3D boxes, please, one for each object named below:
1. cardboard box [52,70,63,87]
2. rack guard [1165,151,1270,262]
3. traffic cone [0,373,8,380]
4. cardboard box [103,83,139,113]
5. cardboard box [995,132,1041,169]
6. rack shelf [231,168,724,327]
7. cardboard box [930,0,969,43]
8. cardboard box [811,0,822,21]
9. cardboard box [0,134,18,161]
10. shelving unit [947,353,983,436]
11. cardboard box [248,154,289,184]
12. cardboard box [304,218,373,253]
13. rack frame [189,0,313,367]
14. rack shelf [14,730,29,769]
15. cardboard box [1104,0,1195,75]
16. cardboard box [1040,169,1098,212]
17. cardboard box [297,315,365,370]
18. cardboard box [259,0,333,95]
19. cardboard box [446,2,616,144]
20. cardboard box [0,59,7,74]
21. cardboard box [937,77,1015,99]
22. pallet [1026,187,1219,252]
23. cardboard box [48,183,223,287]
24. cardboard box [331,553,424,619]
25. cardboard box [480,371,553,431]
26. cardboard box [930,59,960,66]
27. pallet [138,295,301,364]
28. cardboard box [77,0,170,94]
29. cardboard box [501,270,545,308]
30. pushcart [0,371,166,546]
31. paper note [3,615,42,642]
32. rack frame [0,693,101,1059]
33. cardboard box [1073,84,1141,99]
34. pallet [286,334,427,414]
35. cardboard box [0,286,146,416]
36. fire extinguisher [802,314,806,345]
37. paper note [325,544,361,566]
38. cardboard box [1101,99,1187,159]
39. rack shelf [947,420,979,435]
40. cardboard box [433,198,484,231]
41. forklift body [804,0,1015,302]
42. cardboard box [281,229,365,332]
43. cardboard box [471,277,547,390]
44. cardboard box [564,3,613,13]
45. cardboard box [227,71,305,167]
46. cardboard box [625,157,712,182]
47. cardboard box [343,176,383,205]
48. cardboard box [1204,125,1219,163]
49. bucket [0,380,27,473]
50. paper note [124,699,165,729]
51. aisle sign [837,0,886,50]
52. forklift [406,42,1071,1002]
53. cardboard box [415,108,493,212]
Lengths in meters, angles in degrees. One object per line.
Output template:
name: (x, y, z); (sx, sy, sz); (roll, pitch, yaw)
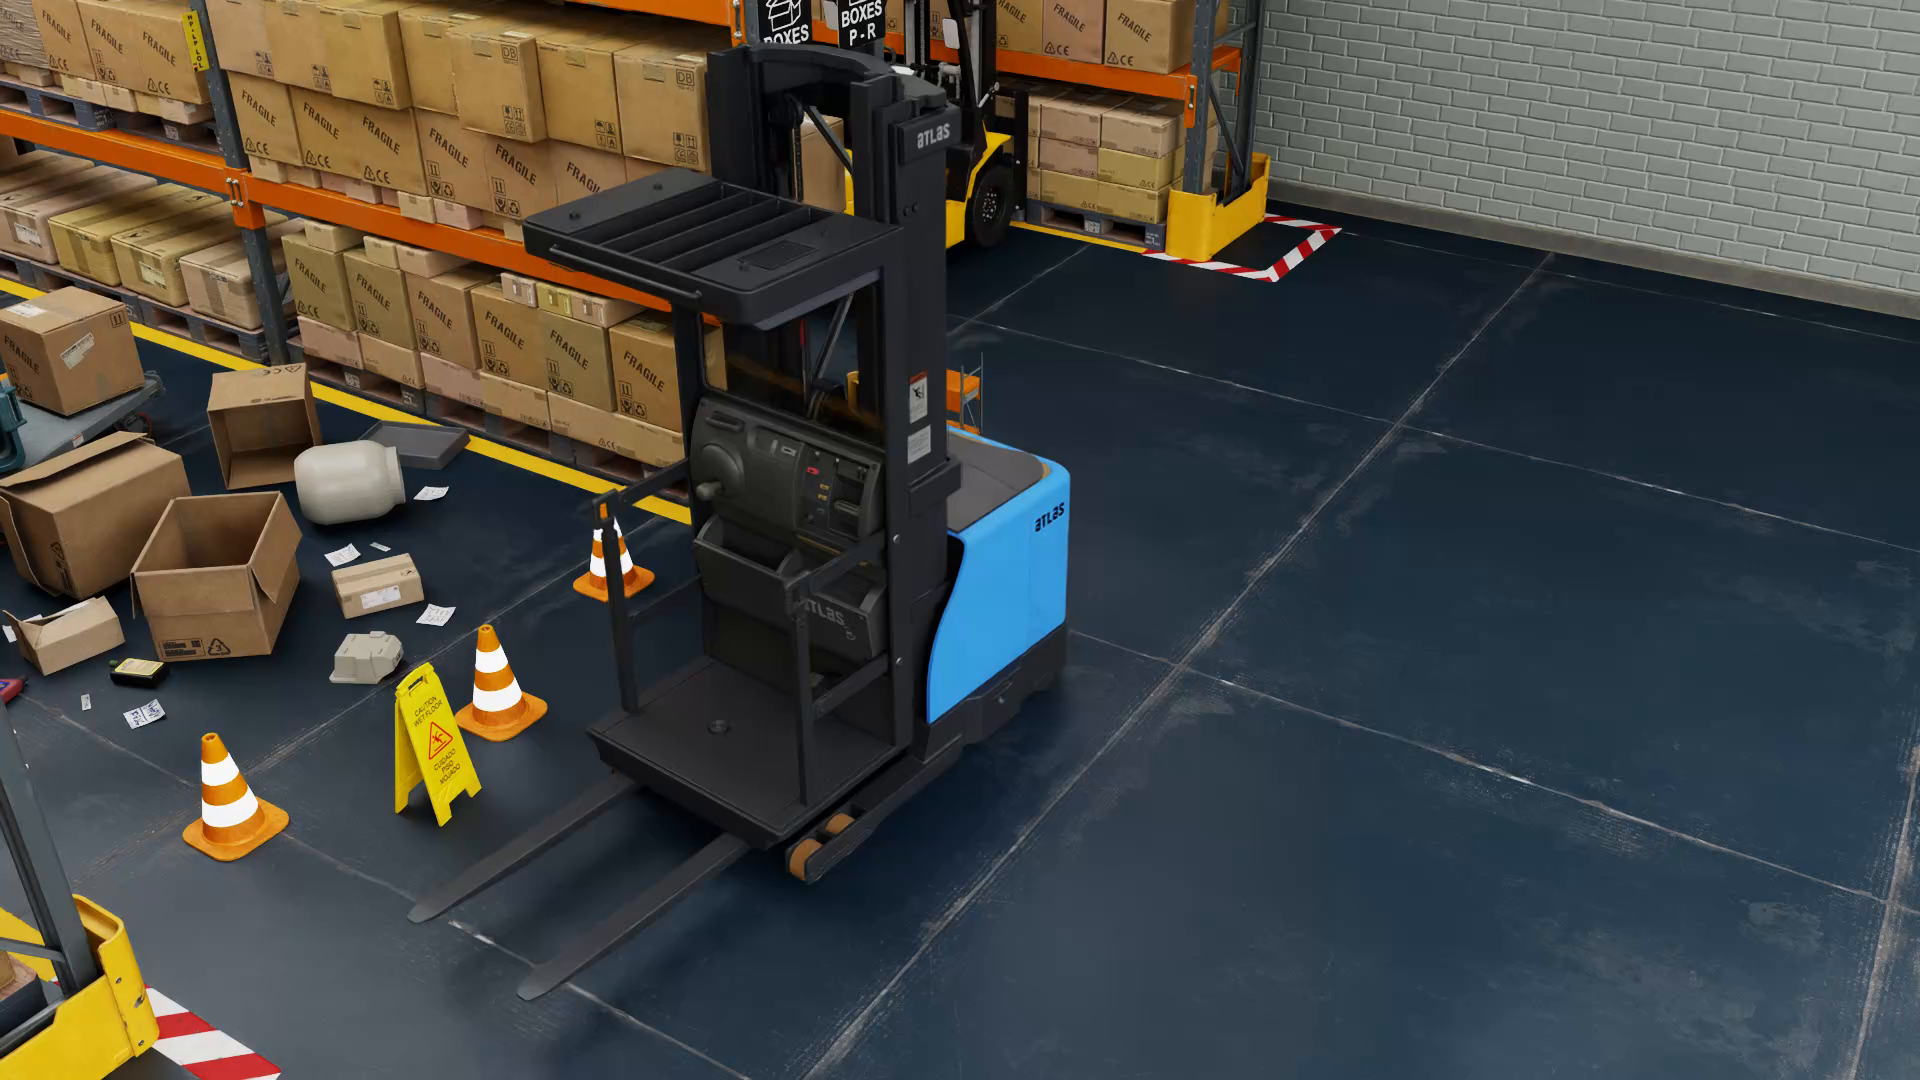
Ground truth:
cardboard box: (-5.688, -3.075, 10.877); (0.250, 0.149, 0.380); (16, 34, 26)
rack guard: (1.963, -2.550, 12.625); (0.348, 0.500, 1.175); (18, 35, 27)
traffic cone: (-5.875, -1.227, 10.394); (0.334, 0.463, 0.336); (18, 35, 27)
cardboard box: (-5.115, -2.813, 10.428); (0.250, 0.149, 0.380); (17, 34, 27)
cardboard box: (0.497, -3.111, 12.922); (0.500, 0.250, 0.500); (17, 34, 26)
rack shelf: (-2.387, -1.742, 9.473); (4.000, 0.370, 1.077); (18, 35, 27)
cardboard box: (0.086, -4.109, 12.718); (0.500, 0.500, 0.500); (18, 35, 28)
cardboard box: (-1.208, -4.521, 13.423); (0.500, 0.500, 0.500); (17, 34, 26)
cardboard box: (-8.009, -3.144, 12.854); (0.875, 0.875, 0.875); (17, 34, 27)
shelving unit: (-0.045, -0.468, 8.510); (0.252, 1.050, 0.215); (18, 35, 27)
cardboard box: (-3.984, -2.258, 9.894); (0.250, 0.149, 0.380); (17, 34, 27)
cardboard box: (-3.651, -1.854, 9.875); (0.250, 0.149, 0.380); (18, 35, 28)
rack frame: (-4.081, -2.588, 10.210); (0.127, 3.000, 1.000); (18, 35, 27)
rack shelf: (-4.933, 0.398, 5.805); (4.000, 0.370, 1.077); (18, 35, 27)
cardboard box: (1.386, -3.699, 12.015); (0.500, 0.500, 0.500); (17, 34, 26)
cardboard box: (0.961, -2.758, 12.813); (0.500, 0.250, 0.500); (18, 35, 27)
cardboard box: (-3.725, -1.309, 10.328); (0.500, 0.250, 0.500); (16, 34, 25)
cardboard box: (-3.402, -2.835, 9.247); (0.500, 0.500, 0.700); (18, 35, 28)
cardboard box: (-2.153, -2.395, 8.493); (0.500, 0.500, 0.700); (17, 34, 27)
cardboard box: (-6.396, -3.269, 11.210); (0.250, 0.149, 0.380); (20, 36, 30)
cardboard box: (0.094, -3.456, 13.017); (0.500, 0.250, 0.500); (17, 34, 26)
pallet: (1.273, -2.619, 13.029); (1.213, 0.211, 1.003); (18, 35, 27)
cardboard box: (-5.727, -2.151, 11.651); (0.625, 0.372, 0.950); (19, 35, 29)
cardboard box: (-2.876, 0.226, 8.215); (0.380, 0.149, 0.250); (-15, 33, -24)
cardboard box: (-2.401, -0.892, 9.614); (0.500, 0.250, 0.500); (16, 34, 26)
cardboard box: (-0.067, -3.813, 13.630); (0.500, 0.250, 0.500); (18, 35, 28)
pallet: (-4.741, -1.592, 11.269); (1.213, 0.211, 1.003); (18, 35, 27)
cardboard box: (-5.015, -3.099, 10.275); (0.500, 0.500, 0.500); (18, 35, 28)
cardboard box: (-2.290, -1.428, 9.144); (0.250, 0.149, 0.380); (19, 35, 29)
pushcart: (-5.250, -0.469, 9.180); (0.936, 0.377, 1.648); (6, 31, 10)
paper note: (-4.504, 0.420, 8.007); (0.172, 0.023, 0.155); (-21, 36, -32)
rack frame: (-3.239, 0.623, 4.705); (0.127, 3.000, 1.000); (18, 35, 27)
cardboard box: (1.211, -3.404, 12.927); (0.500, 0.250, 0.500); (18, 35, 27)
pallet: (-3.493, -1.219, 10.630); (1.213, 0.211, 1.003); (18, 35, 27)
cardboard box: (-5.002, -1.068, 9.333); (0.500, 0.500, 0.500); (18, 35, 27)
fire extinguisher: (-0.841, -1.256, 8.003); (0.183, 0.674, 0.296); (18, 35, 27)
paper note: (-3.191, 0.075, 8.602); (0.148, 0.019, 0.142); (-21, 36, -32)
cardboard box: (1.387, -3.052, 12.324); (0.500, 0.250, 0.500); (19, 35, 29)
rack shelf: (-0.045, -0.459, 8.515); (0.240, 0.259, 0.215); (18, 35, 27)
cardboard box: (-2.678, -1.856, 9.204); (0.250, 0.149, 0.380); (17, 34, 27)
forklift body: (-0.633, -2.999, 11.756); (1.214, 2.155, 2.313); (18, 35, 27)
cardboard box: (-3.725, -1.633, 10.139); (0.500, 0.500, 0.500); (19, 35, 30)
cardboard box: (-2.378, -1.214, 9.422); (0.500, 0.500, 0.500); (17, 34, 26)
cardboard box: (-3.754, -4.590, 15.582); (0.625, 0.625, 0.875); (19, 35, 29)
cardboard box: (-3.856, -2.523, 9.704); (0.500, 0.500, 0.500); (17, 35, 27)
cardboard box: (-1.299, -1.716, 8.321); (0.500, 0.500, 0.500); (17, 34, 26)
cardboard box: (-3.311, -2.074, 9.577); (0.250, 0.149, 0.380); (19, 35, 29)
cardboard box: (1.655, -3.060, 12.835); (0.500, 0.250, 0.500); (18, 35, 28)
bucket: (-5.286, -0.639, 8.608); (0.726, 0.611, 0.620); (-21, 26, -32)
paper note: (-3.629, 0.773, 7.397); (0.144, 0.017, 0.142); (-21, 36, -32)
aisle sign: (-0.476, -2.755, 7.916); (0.004, 0.787, 0.394); (18, 35, 27)
forklift: (-0.805, -0.217, 6.213); (1.130, 2.935, 3.031); (21, 36, 32)
cardboard box: (-2.562, -2.132, 9.033); (0.500, 0.500, 0.500); (18, 35, 28)
